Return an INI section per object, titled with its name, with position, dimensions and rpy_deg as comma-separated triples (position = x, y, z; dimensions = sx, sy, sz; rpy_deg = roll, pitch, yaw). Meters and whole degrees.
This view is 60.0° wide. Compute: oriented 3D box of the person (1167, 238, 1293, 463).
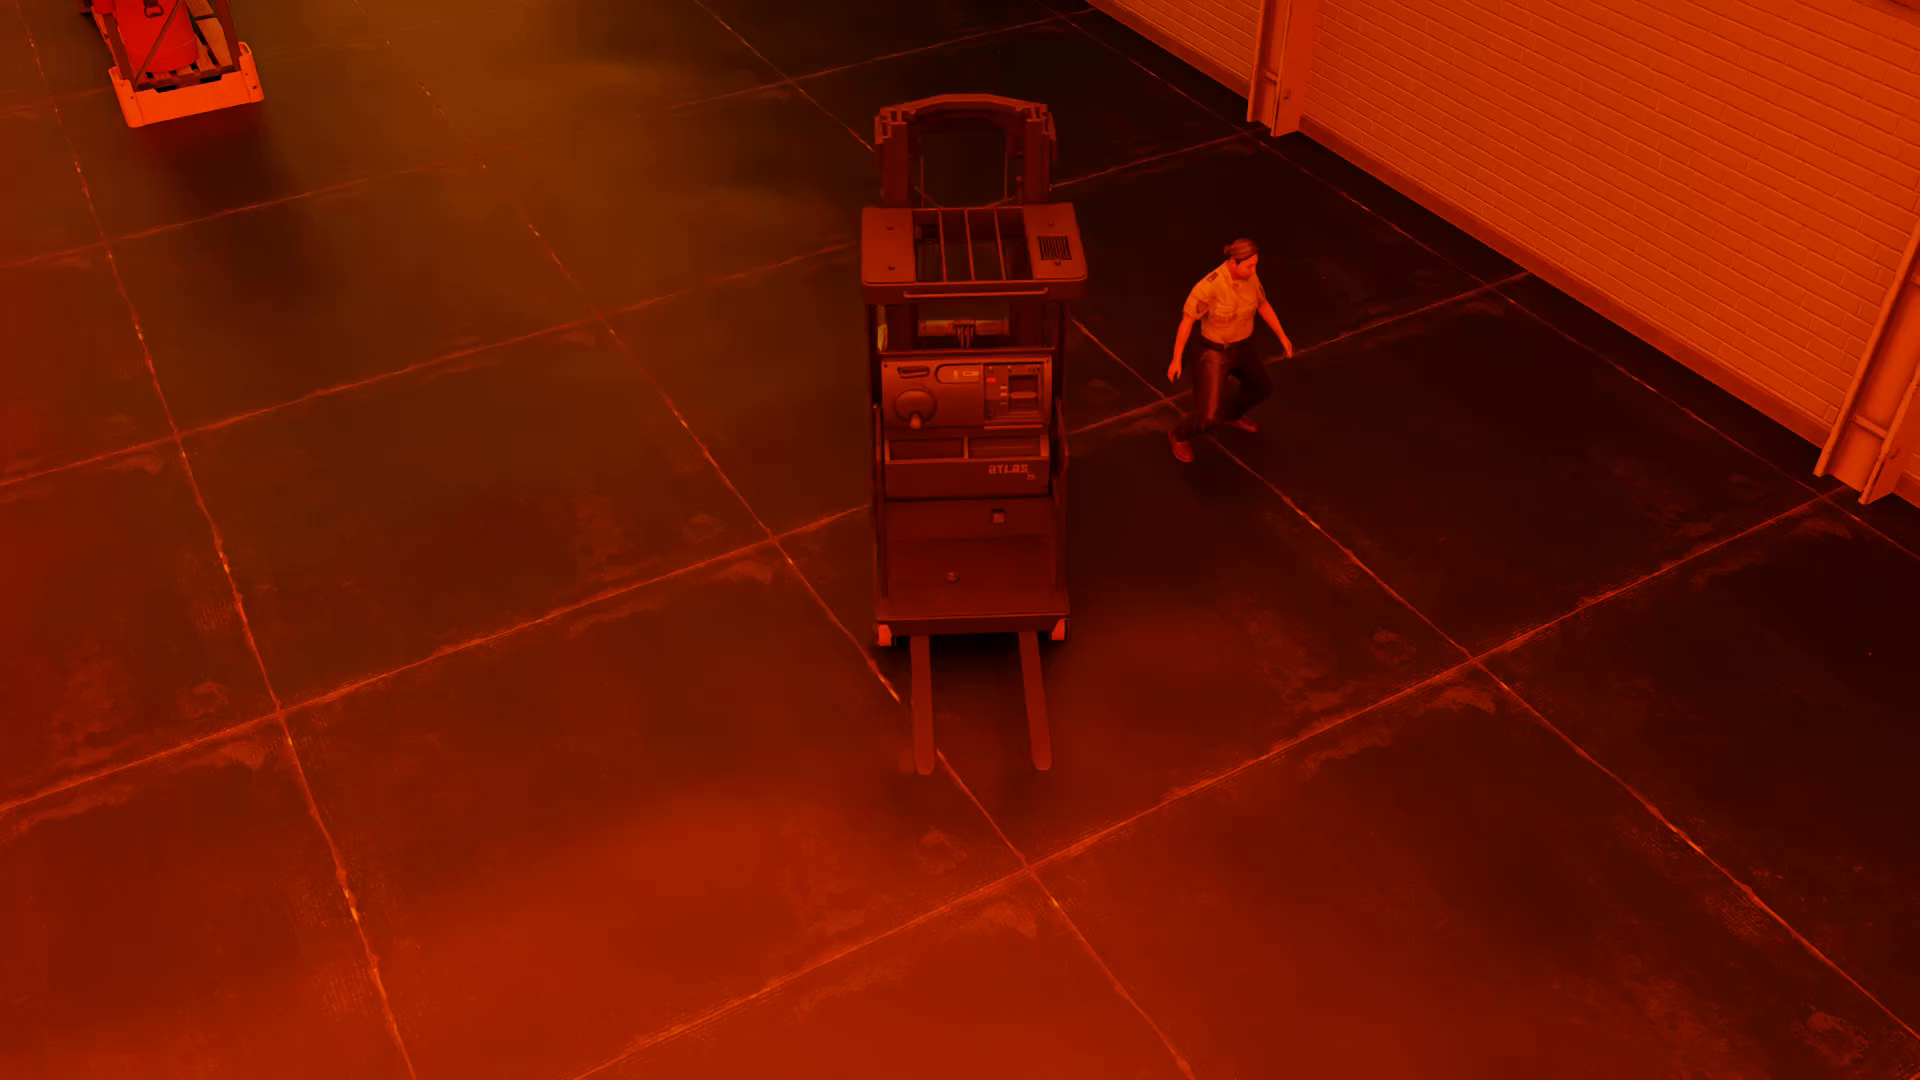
[person]
position = 1.700, -1.198, 10.587
dimensions = 0.846, 1.552, 0.570
rpy_deg = -20, 44, -22

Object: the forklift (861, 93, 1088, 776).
[forklift]
position = 0.052, -0.728, 8.914
dimensions = 1.130, 2.935, 3.031
rpy_deg = -2, 40, -2
